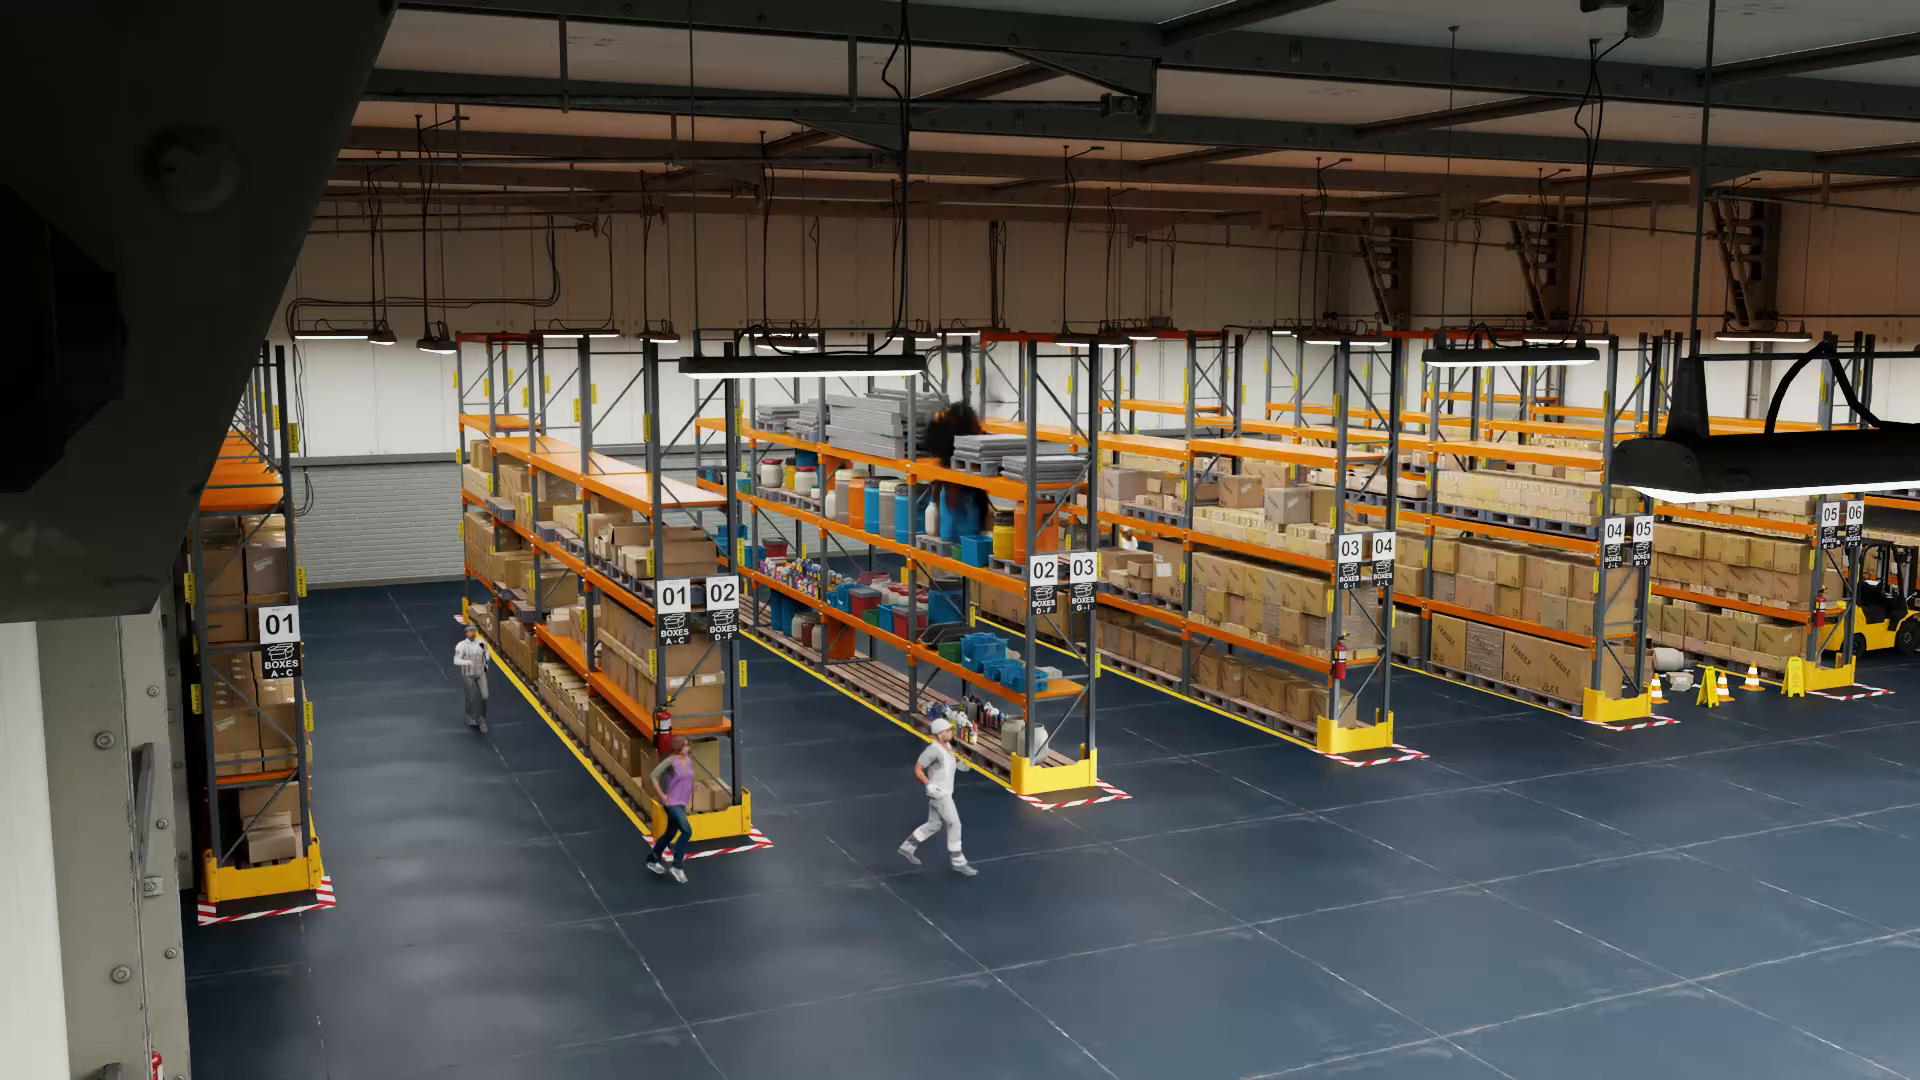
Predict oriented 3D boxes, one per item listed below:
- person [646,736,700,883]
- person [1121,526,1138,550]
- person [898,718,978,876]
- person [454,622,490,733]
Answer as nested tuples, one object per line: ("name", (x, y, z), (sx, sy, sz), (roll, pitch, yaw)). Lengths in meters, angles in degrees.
("person", (-3.232, 3.028, 18.864), (0.649, 1.614, 0.546), (2, 8, 18))
("person", (3.680, 0.547, 36.569), (0.686, 1.755, 0.772), (-4, 9, -27))
("person", (-0.250, 2.899, 18.919), (0.928, 1.804, 0.633), (1, 8, 6))
("person", (-7.419, 2.091, 25.387), (0.590, 1.740, 0.726), (-4, 9, -28))
